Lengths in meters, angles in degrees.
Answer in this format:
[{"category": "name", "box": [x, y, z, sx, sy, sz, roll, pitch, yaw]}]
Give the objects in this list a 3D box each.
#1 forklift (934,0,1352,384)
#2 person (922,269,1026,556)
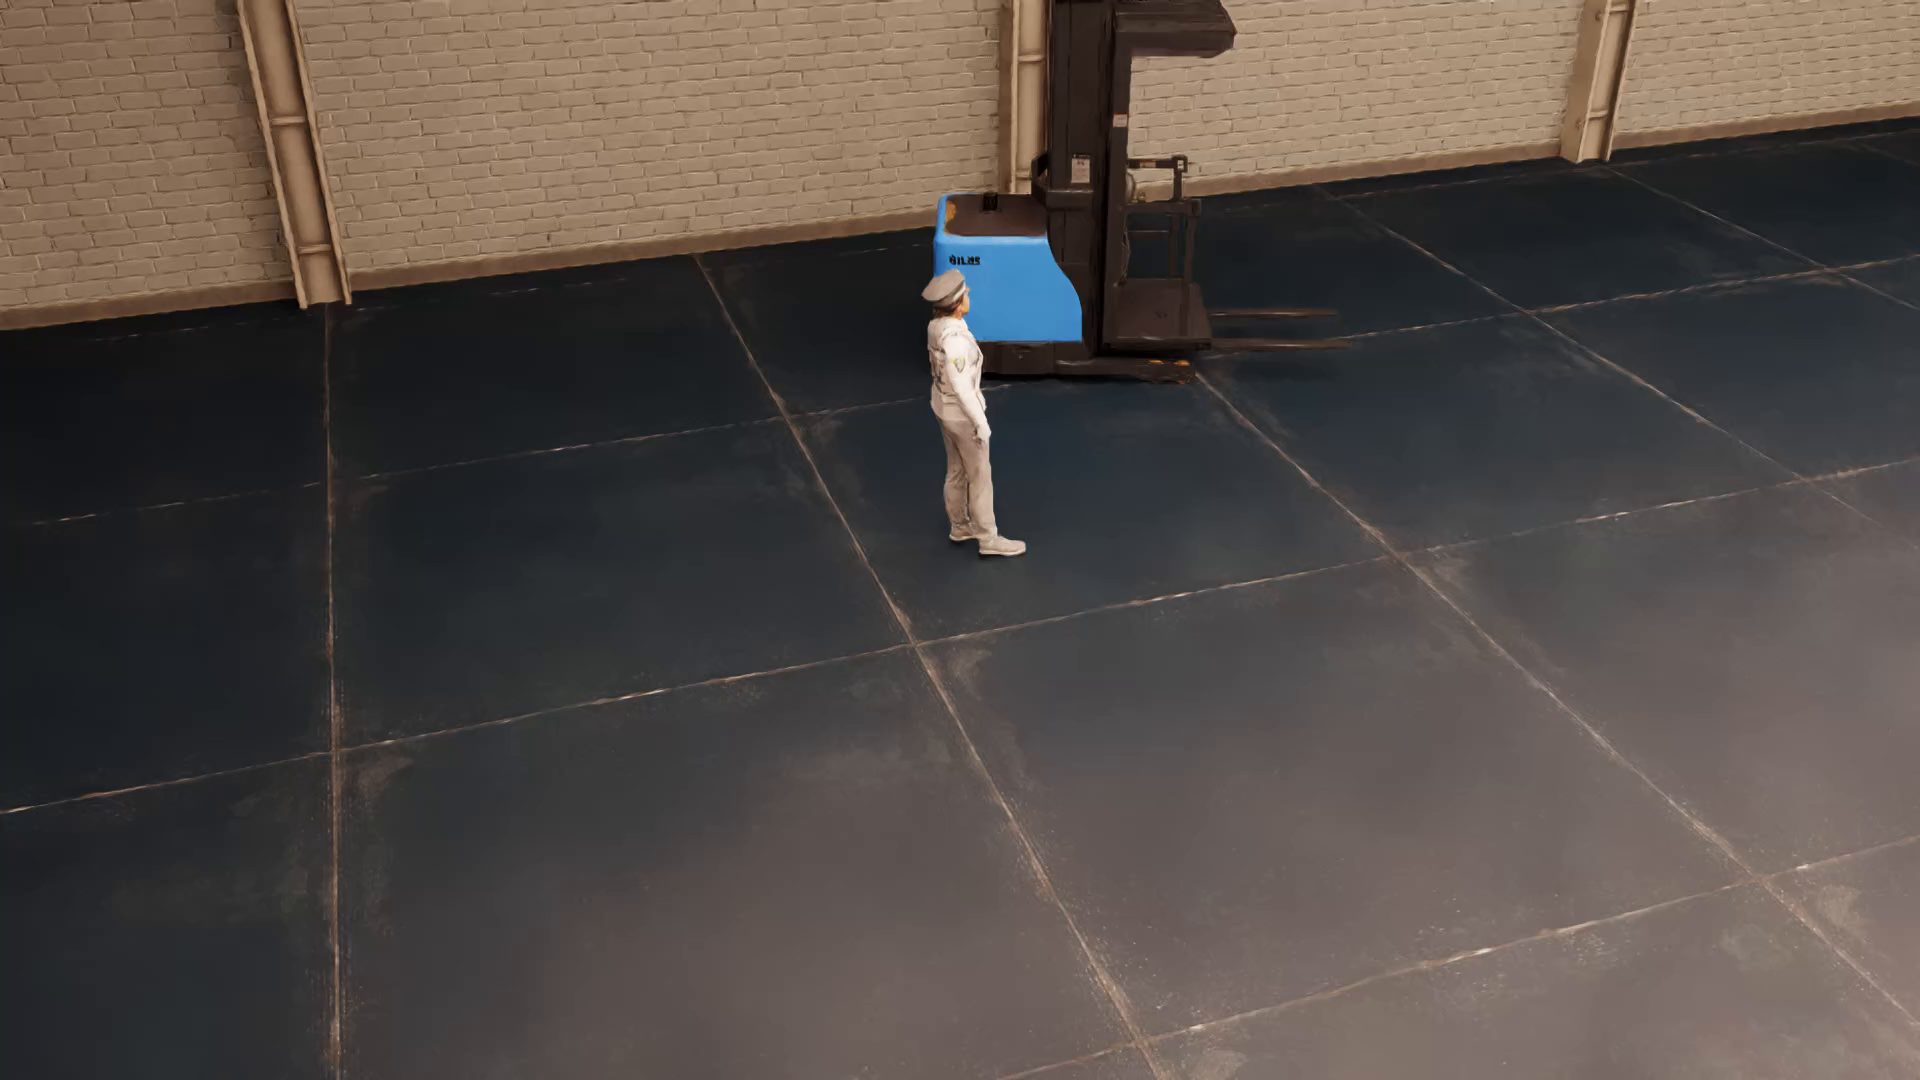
[{"category": "forklift", "box": [1.332, -2.666, 11.721, 3.031, 2.935, 1.130, 1, 30, 1]}, {"category": "person", "box": [0.066, -0.748, 9.612, 0.532, 1.695, 0.586, -10, 31, -16]}]
